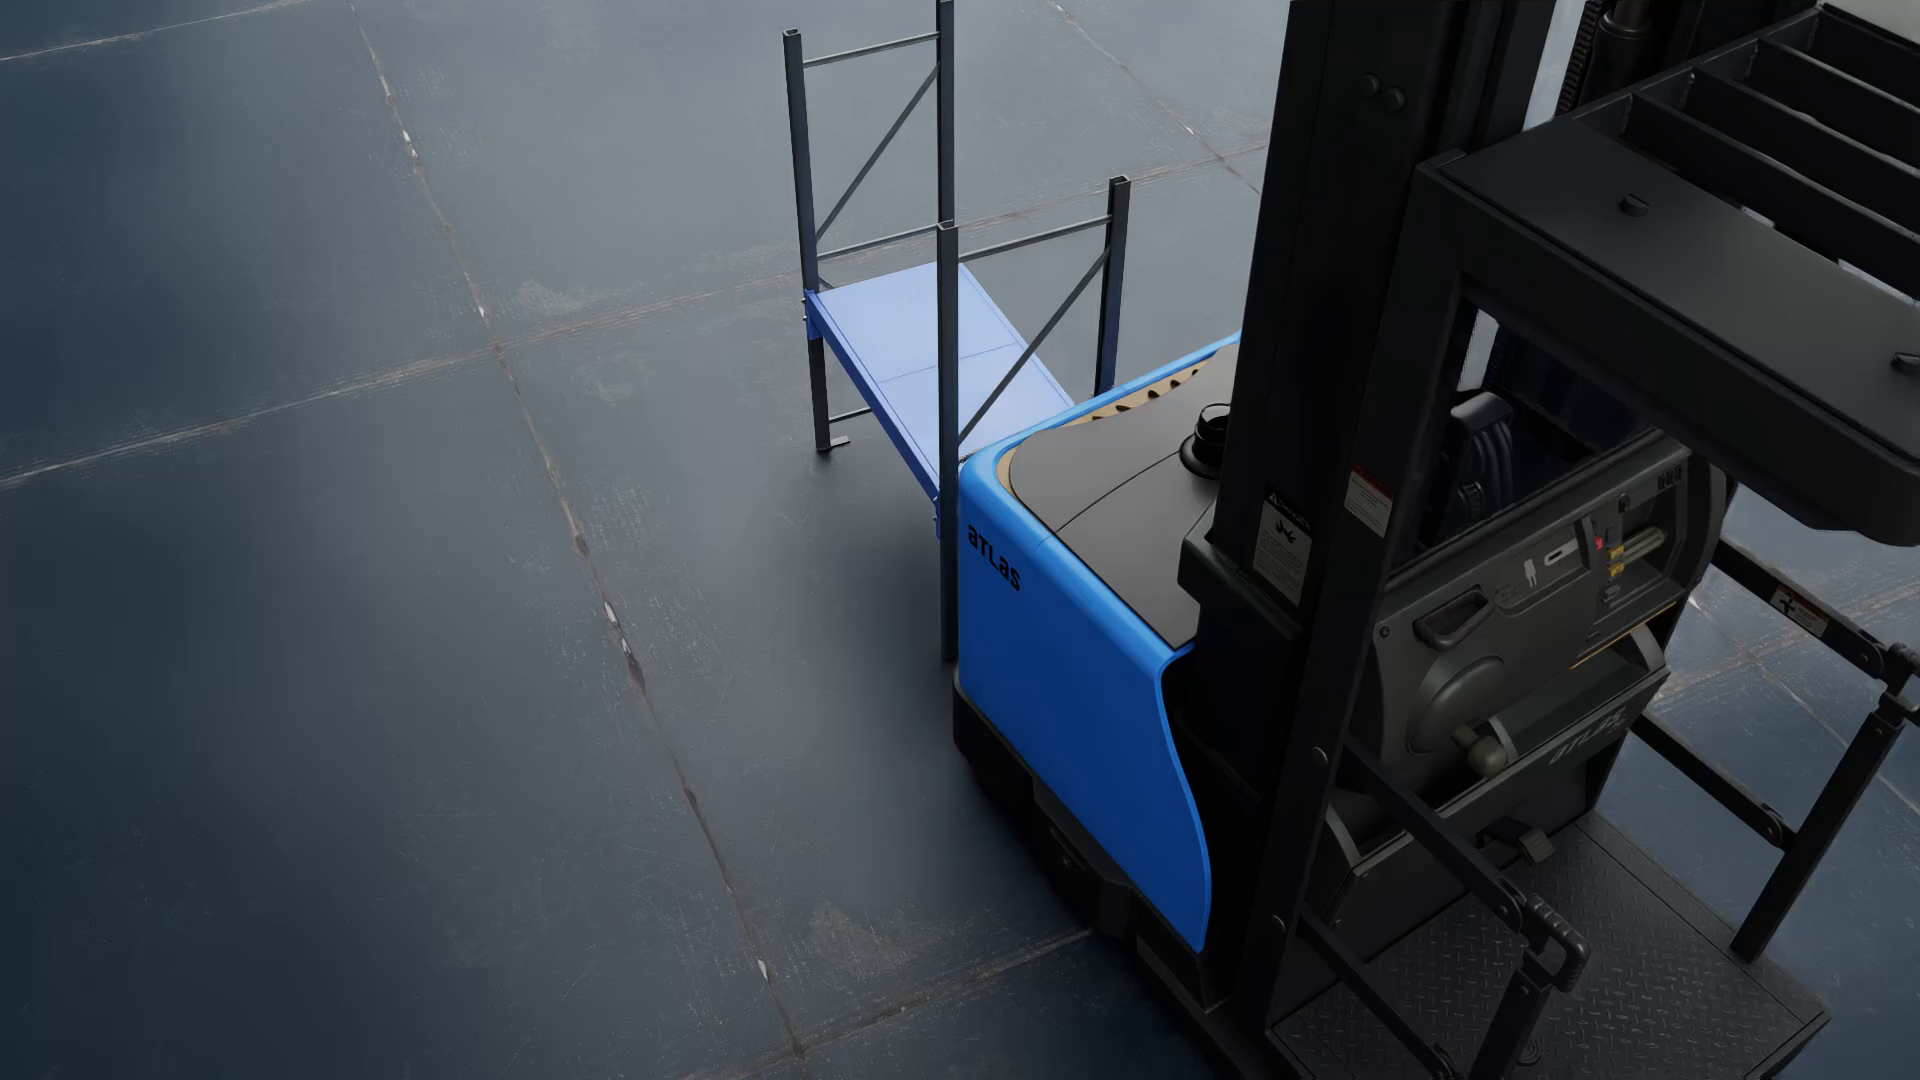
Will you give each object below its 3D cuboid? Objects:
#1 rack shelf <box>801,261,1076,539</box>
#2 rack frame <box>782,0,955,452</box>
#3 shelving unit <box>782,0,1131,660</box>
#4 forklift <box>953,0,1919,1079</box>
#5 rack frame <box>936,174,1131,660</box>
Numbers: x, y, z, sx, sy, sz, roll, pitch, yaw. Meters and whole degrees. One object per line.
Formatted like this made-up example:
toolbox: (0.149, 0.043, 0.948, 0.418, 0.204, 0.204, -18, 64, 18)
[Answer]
rack shelf: (-0.036, -0.460, 4.905, 0.538, 0.185, 1.000, -18, 47, -17)
rack frame: (-0.250, -0.912, 5.107, 0.500, 1.500, 0.032, -18, 47, -17)
shelving unit: (-0.036, -0.588, 4.778, 0.538, 1.500, 1.048, -18, 47, -17)
forklift: (1.226, 0.195, 2.966, 1.130, 2.935, 3.031, -26, 50, -24)
rack frame: (0.178, -0.264, 4.450, 0.500, 1.500, 0.032, -18, 47, -17)
